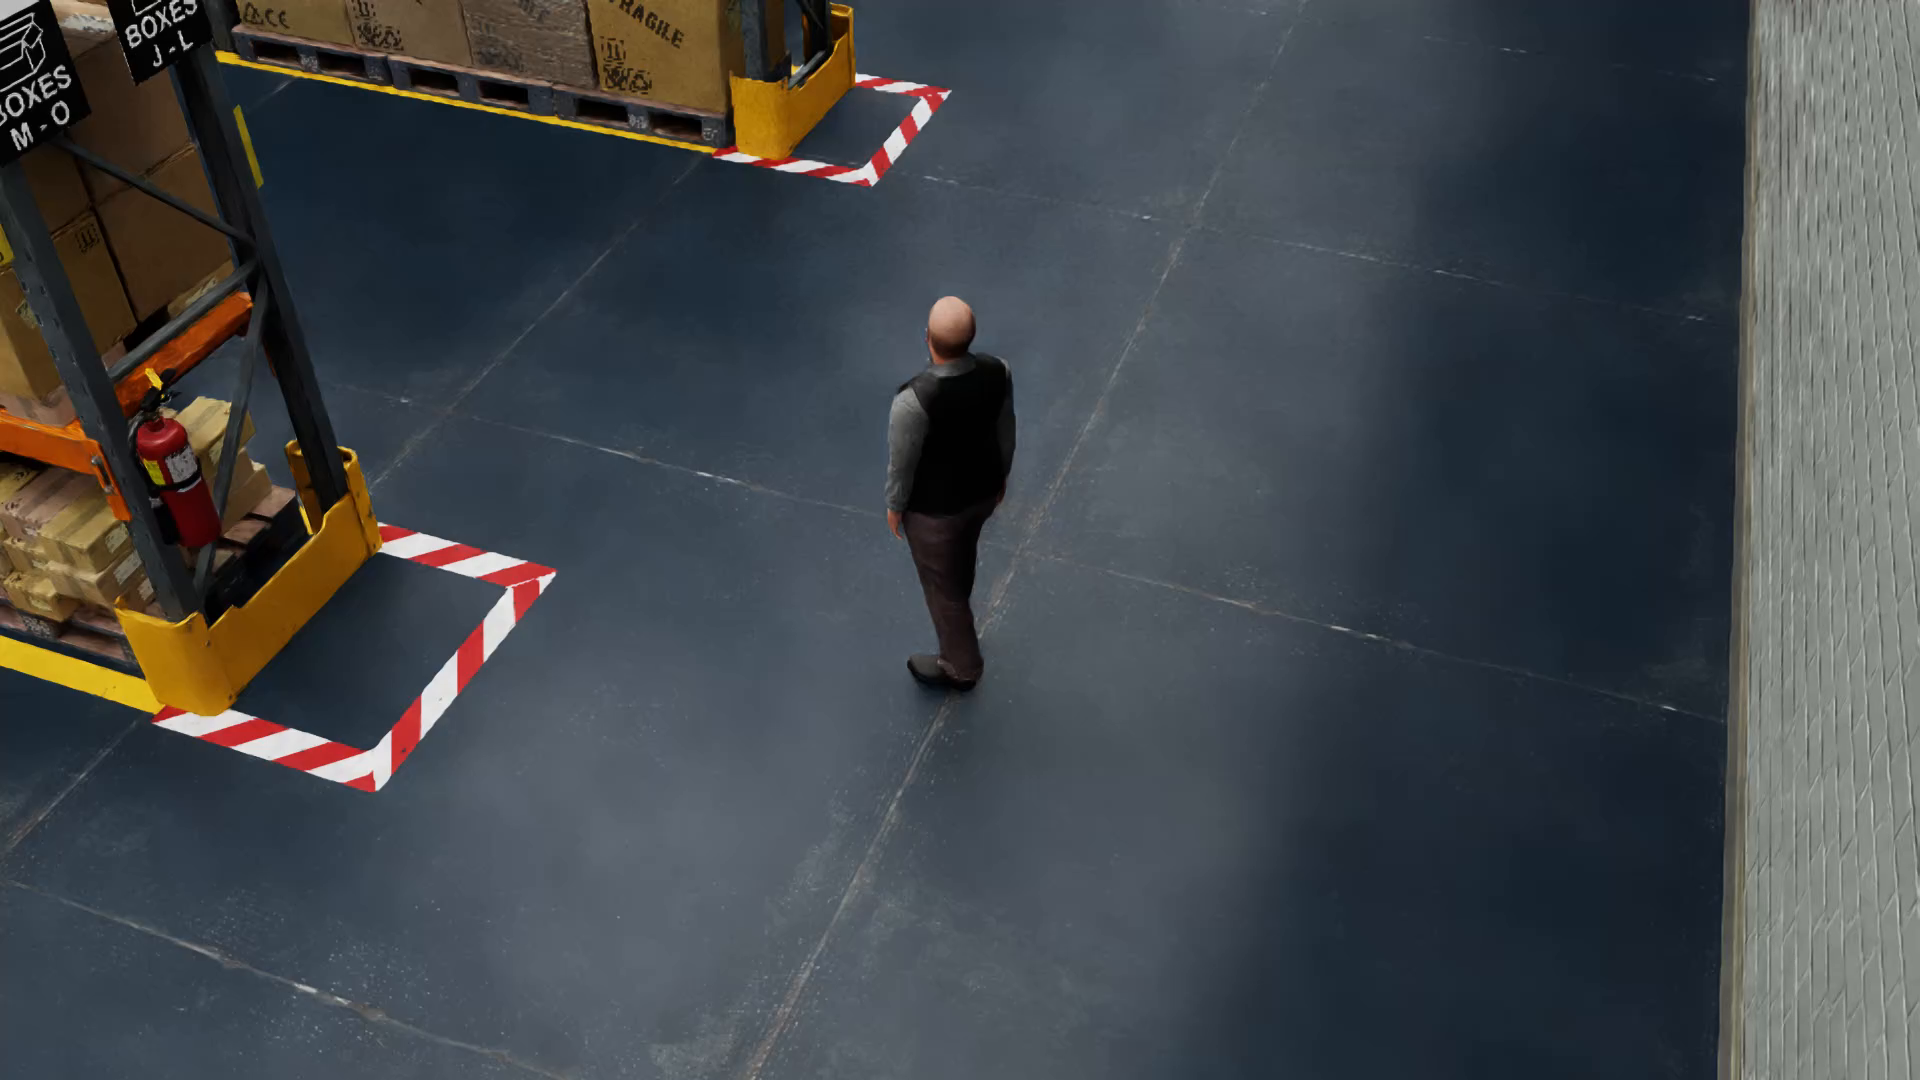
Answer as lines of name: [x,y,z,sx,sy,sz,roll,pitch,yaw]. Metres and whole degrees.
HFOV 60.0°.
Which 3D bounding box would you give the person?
person: [-0.074,-0.196,6.395,0.538,1.723,0.596,-30,49,-29]
